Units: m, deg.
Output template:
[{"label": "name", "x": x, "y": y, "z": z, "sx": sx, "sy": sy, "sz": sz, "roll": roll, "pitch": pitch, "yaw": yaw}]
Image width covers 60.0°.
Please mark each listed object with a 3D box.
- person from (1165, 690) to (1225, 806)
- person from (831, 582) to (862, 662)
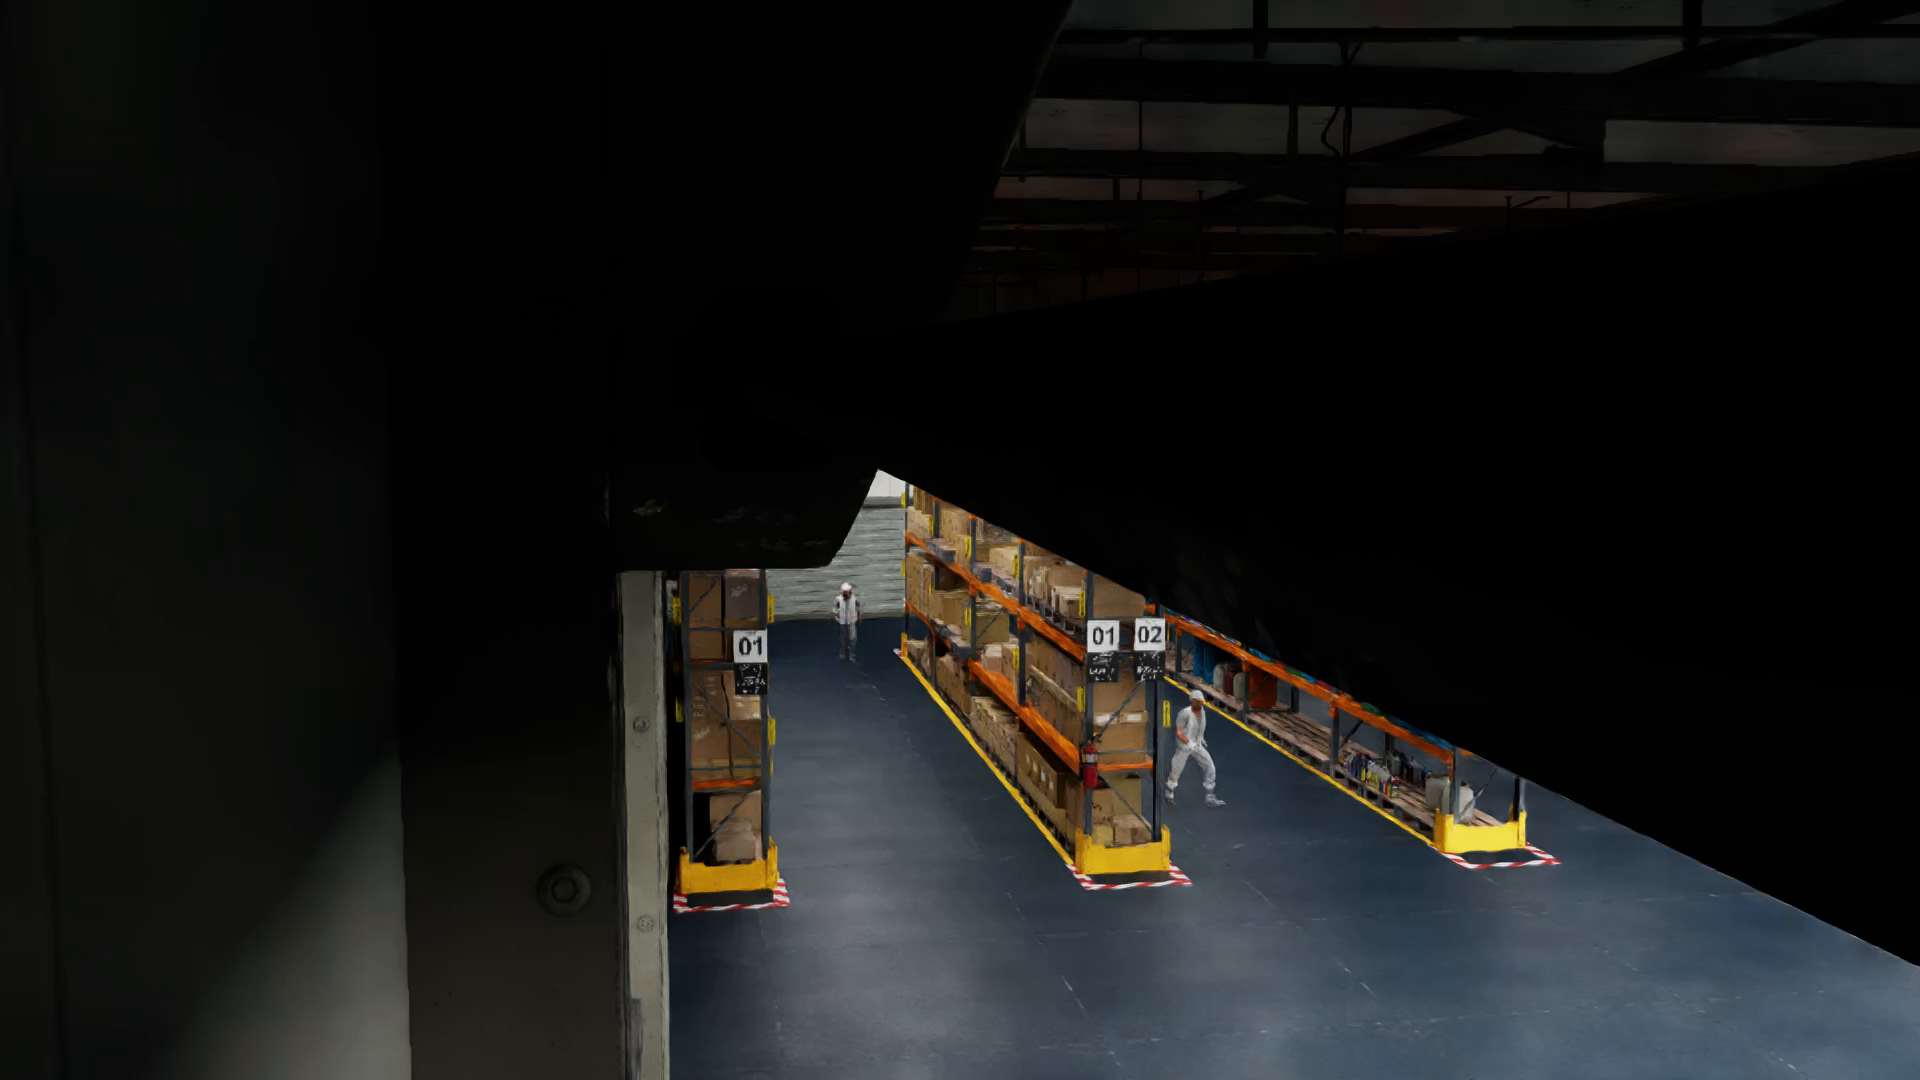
[{"label": "person", "x": 3.336, "y": 2.982, "z": 23.962, "sx": 0.683, "sy": 1.718, "sz": 0.811, "roll": -3, "pitch": 7, "yaw": -29}, {"label": "person", "x": -2.453, "y": 1.749, "z": 35.990, "sx": 0.680, "sy": 1.709, "sz": 0.866, "roll": 0, "pitch": 6, "yaw": -5}]
